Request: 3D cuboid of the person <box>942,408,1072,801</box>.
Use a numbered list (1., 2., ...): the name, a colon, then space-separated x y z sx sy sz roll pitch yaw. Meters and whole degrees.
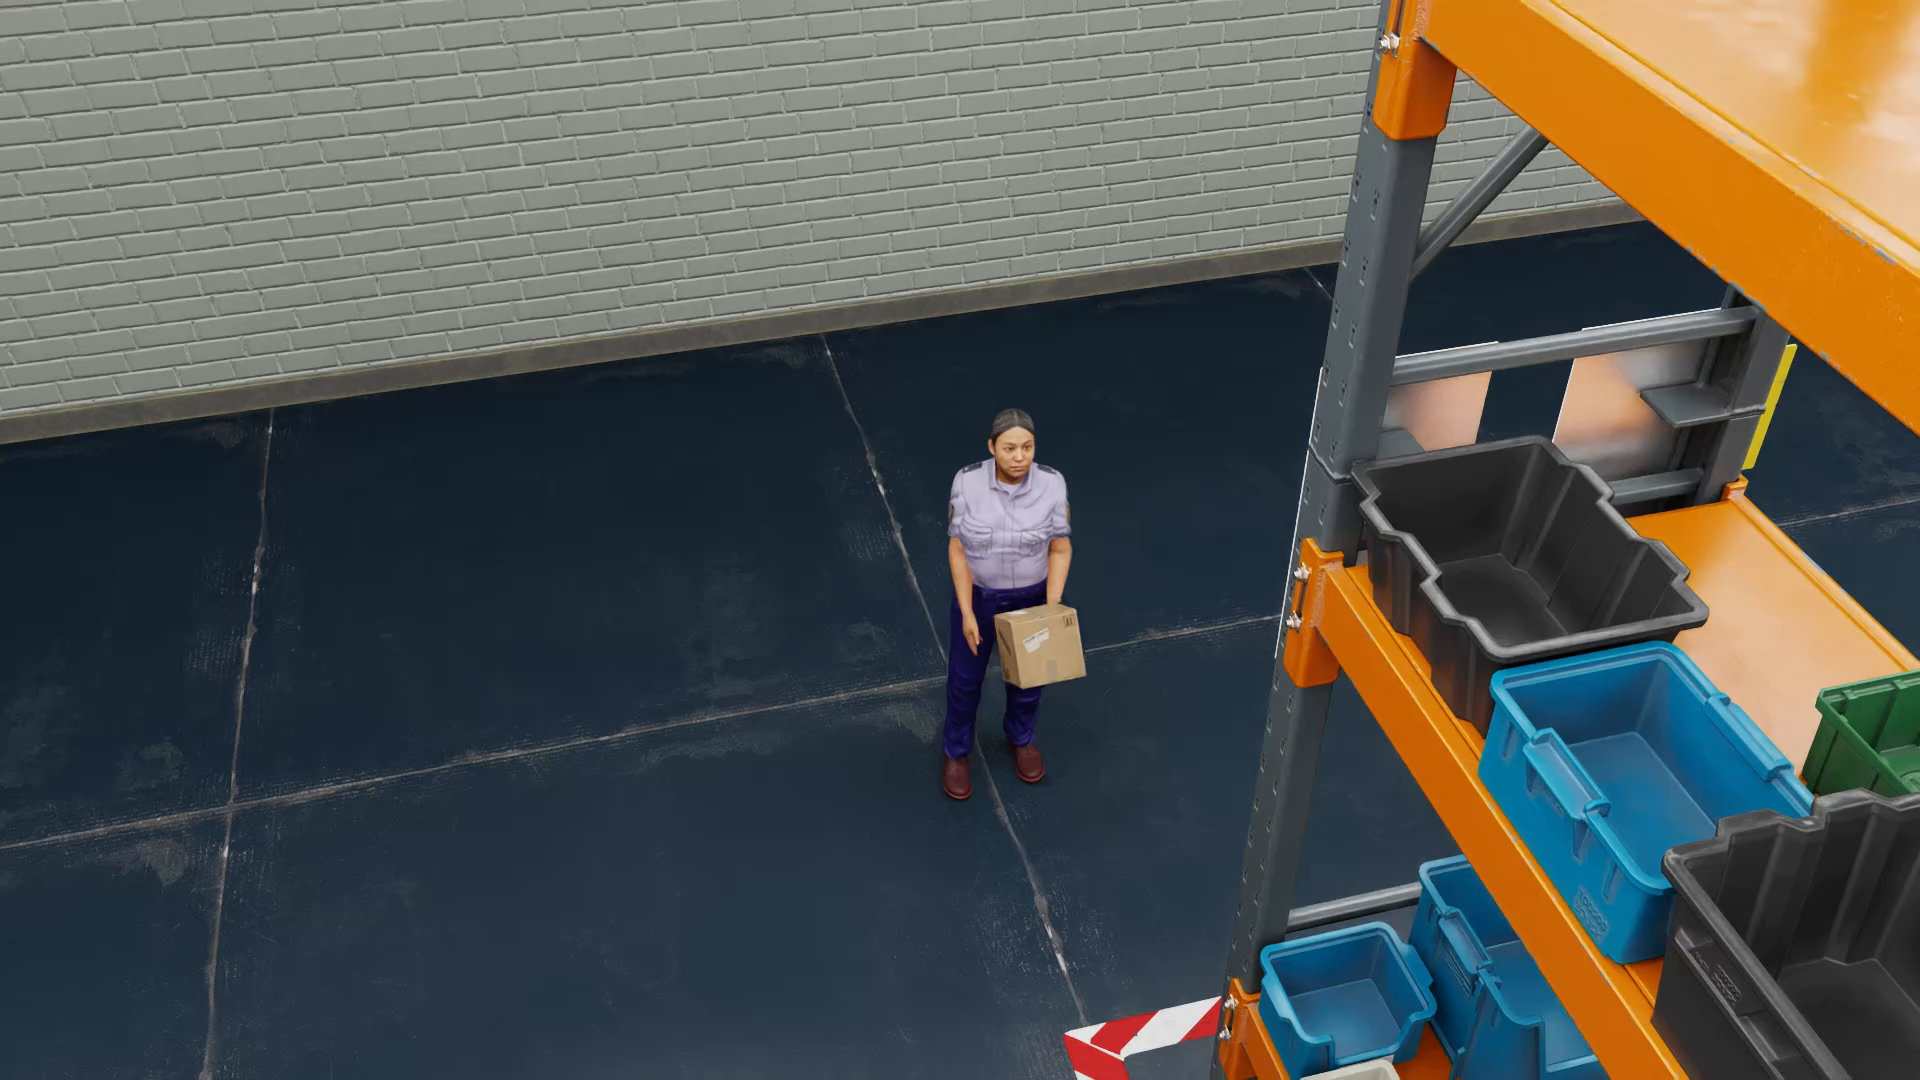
1. person: 0.173 0.267 6.386 0.503 1.650 0.474 -1 38 -2
